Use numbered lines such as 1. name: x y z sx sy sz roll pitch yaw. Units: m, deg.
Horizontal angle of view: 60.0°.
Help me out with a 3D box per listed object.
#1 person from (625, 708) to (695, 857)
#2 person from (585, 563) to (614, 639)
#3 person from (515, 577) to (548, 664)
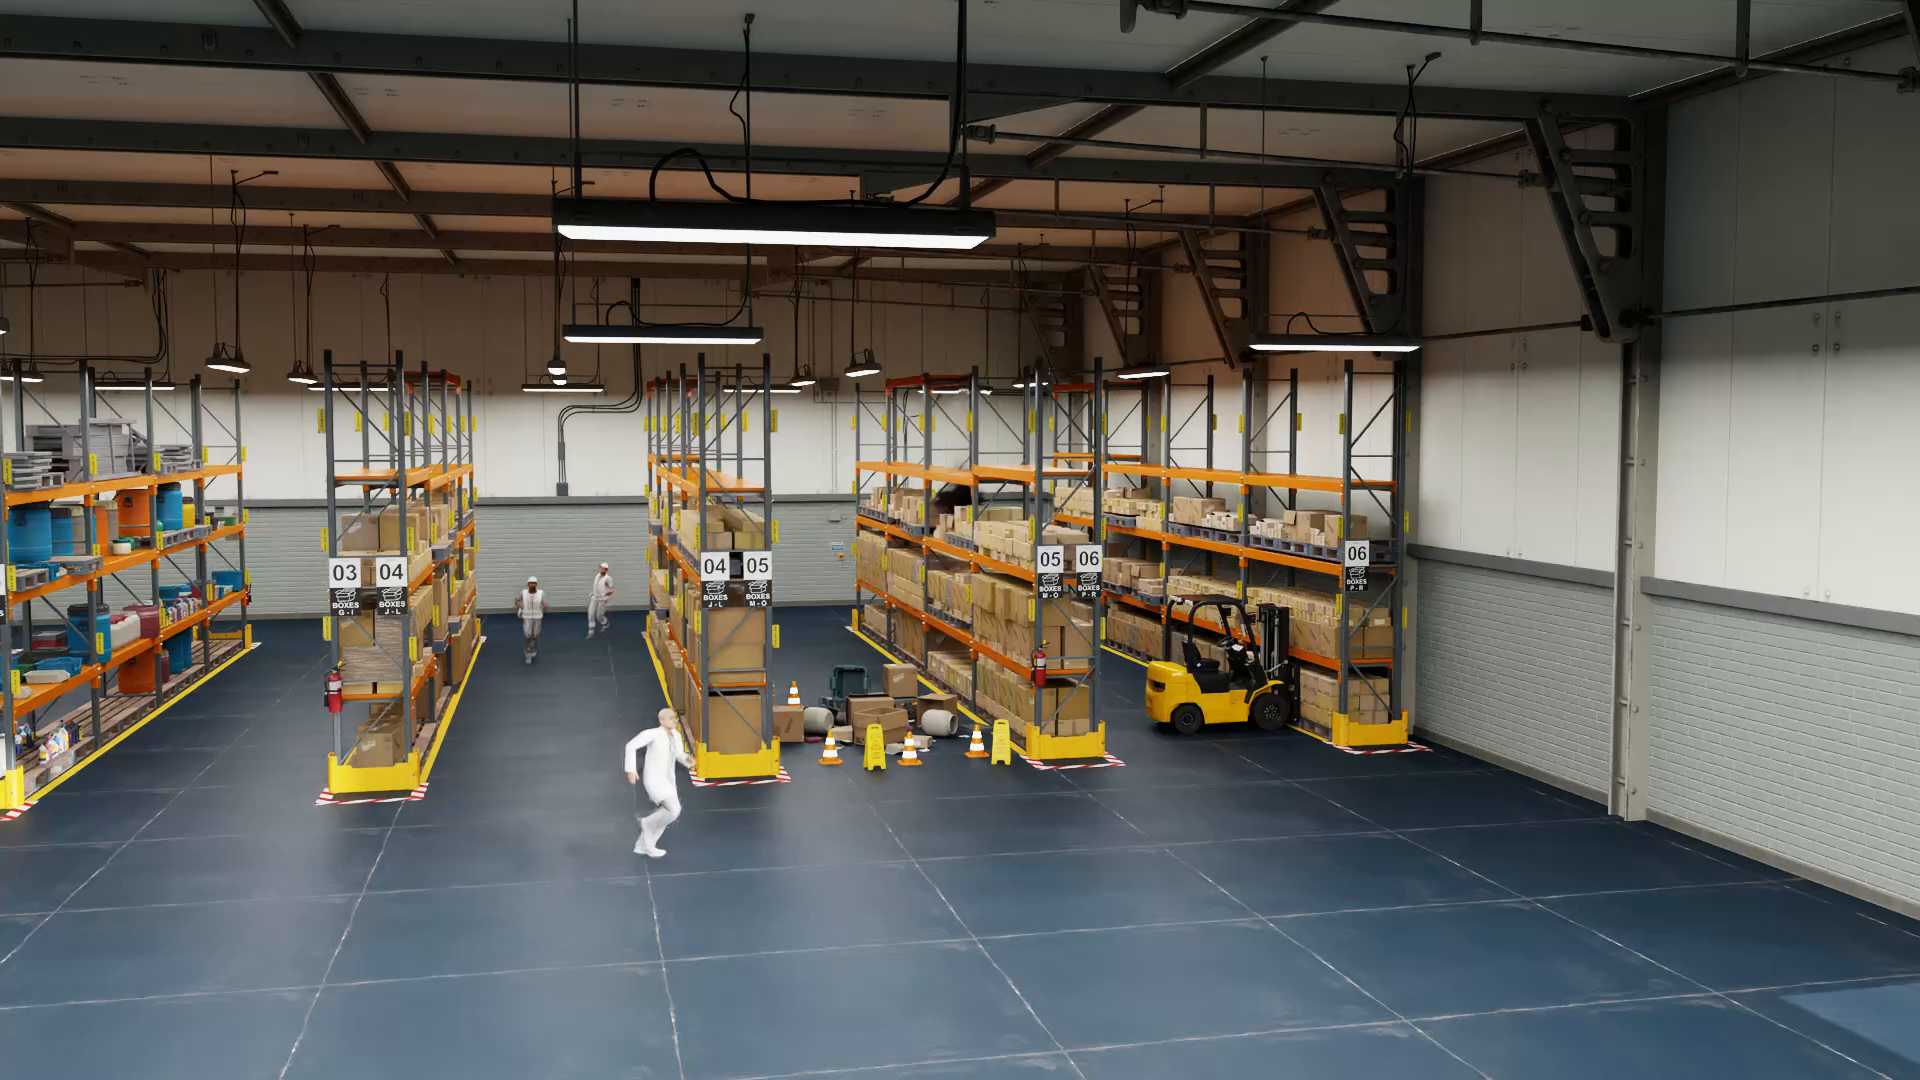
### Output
1. person: -3.414 2.803 19.142 0.754 1.729 0.758 2 4 26
2. person: -8.417 1.420 38.906 0.718 1.766 0.840 2 4 27
3. person: -8.987 1.688 34.965 0.655 1.841 0.776 -1 4 -21
